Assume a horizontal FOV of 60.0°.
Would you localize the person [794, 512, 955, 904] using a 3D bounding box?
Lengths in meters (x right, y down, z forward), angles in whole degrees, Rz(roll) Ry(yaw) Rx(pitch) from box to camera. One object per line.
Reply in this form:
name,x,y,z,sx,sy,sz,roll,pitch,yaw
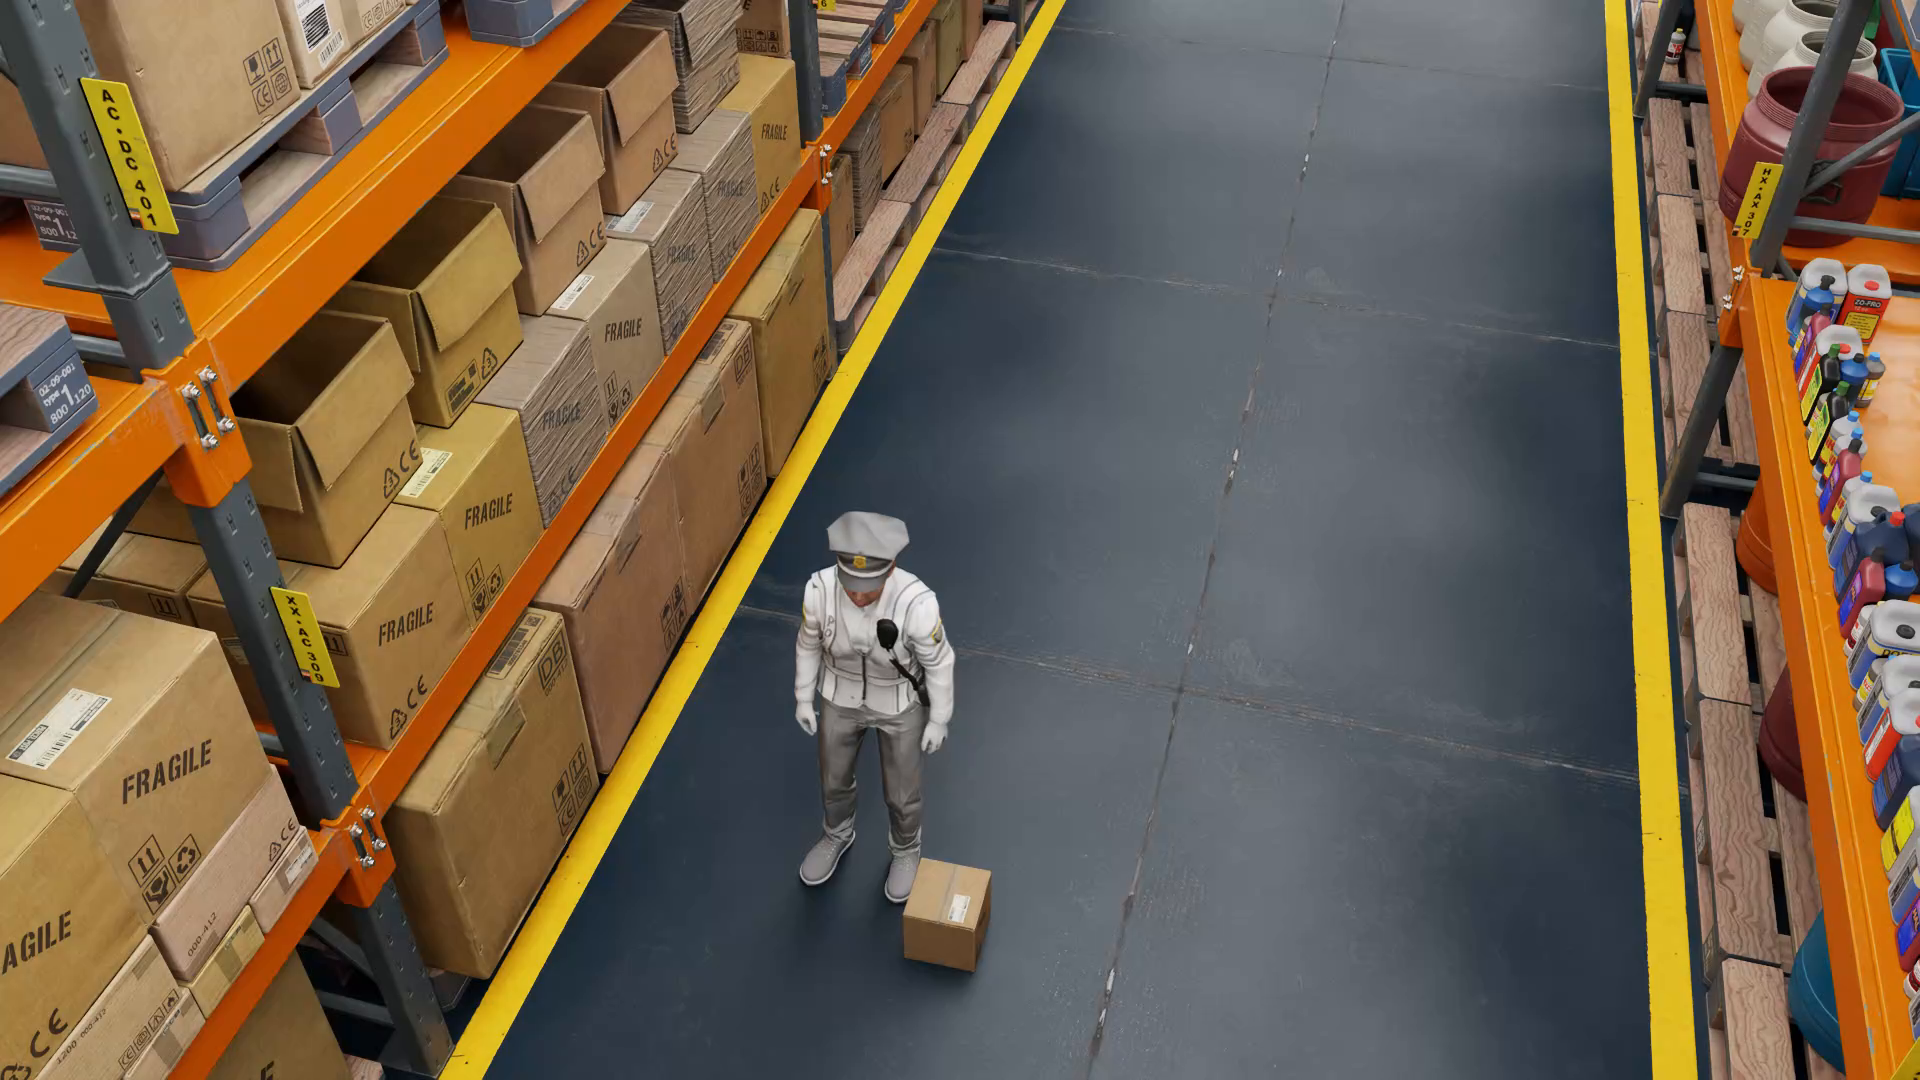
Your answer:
person,-0.290,0.555,5.522,0.546,1.664,0.374,9,42,10
